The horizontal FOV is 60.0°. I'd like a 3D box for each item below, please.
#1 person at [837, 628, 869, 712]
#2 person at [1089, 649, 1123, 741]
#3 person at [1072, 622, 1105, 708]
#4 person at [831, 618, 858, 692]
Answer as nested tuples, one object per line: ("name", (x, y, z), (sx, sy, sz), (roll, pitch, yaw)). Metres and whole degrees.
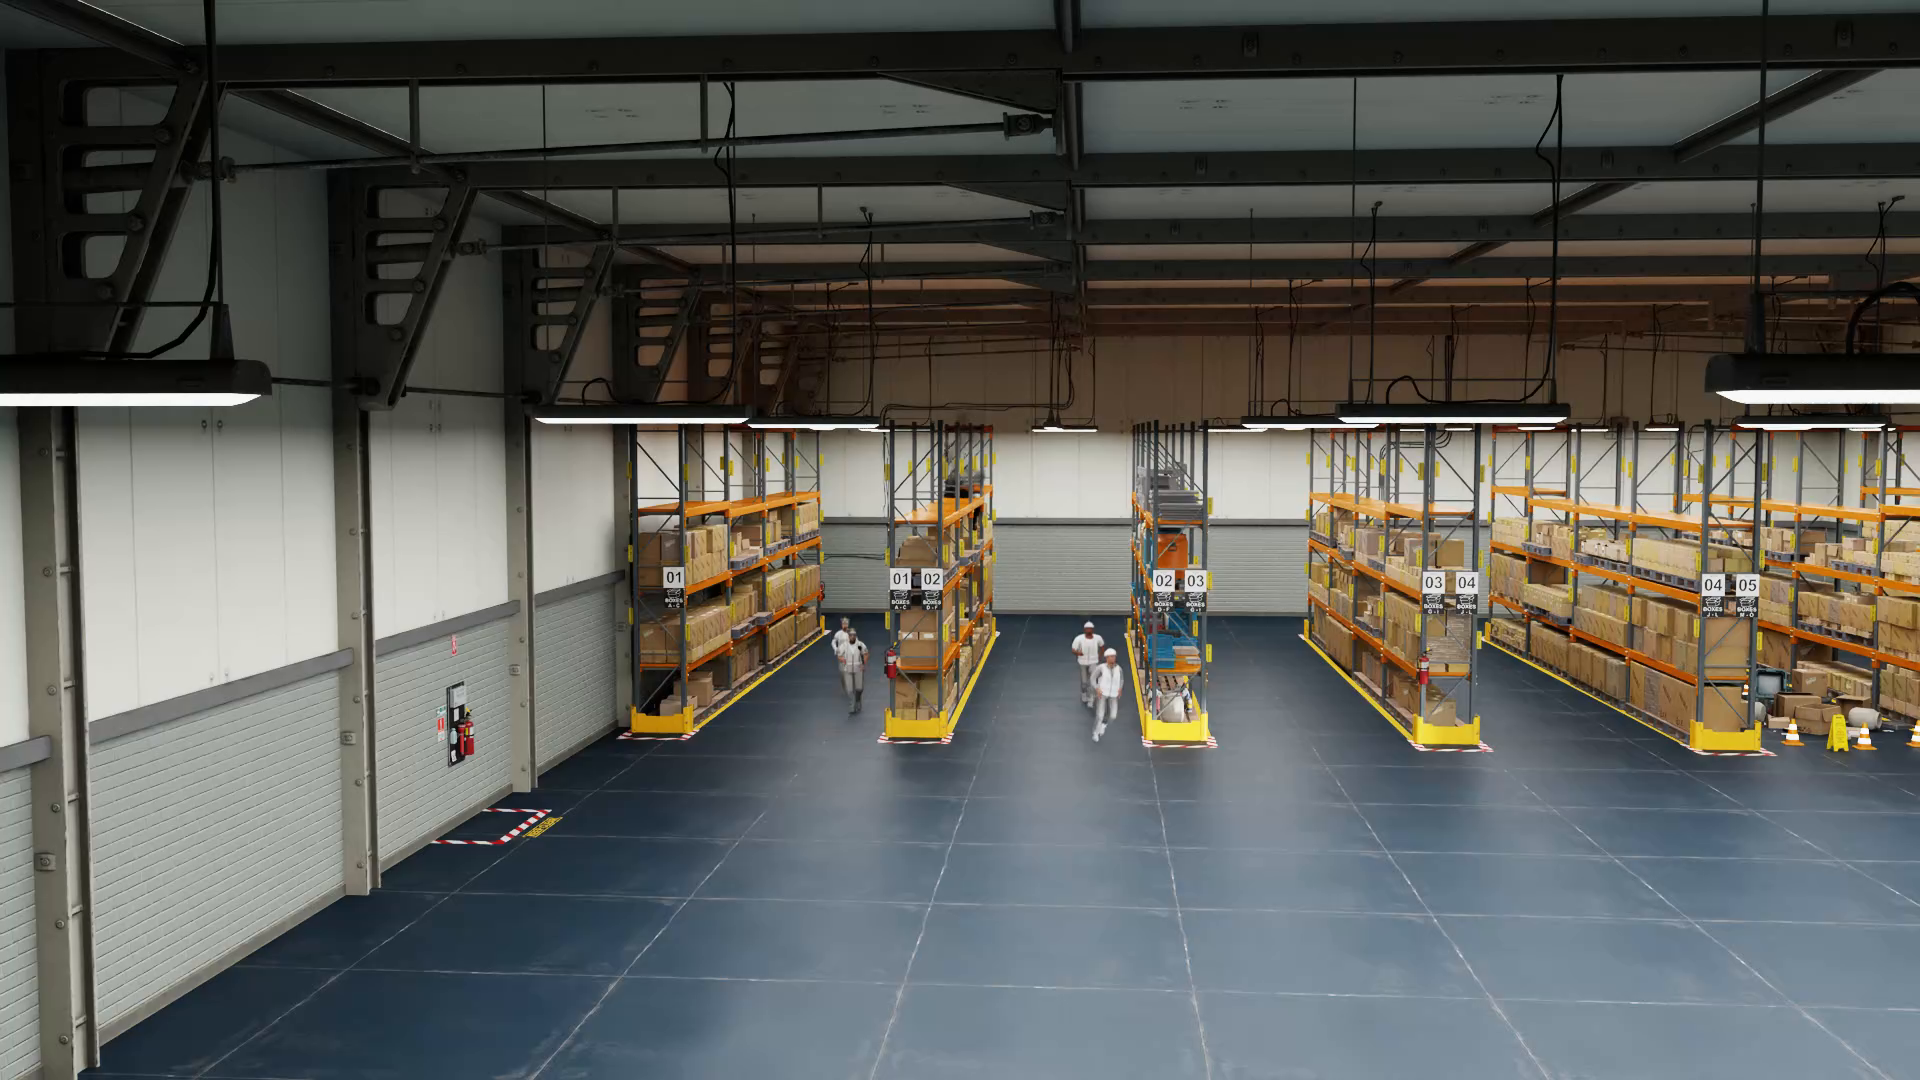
("person", (-2.192, 2.681, 34.178), (0.650, 1.744, 0.602), (0, 4, -5))
("person", (2.785, 2.901, 31.199), (0.712, 1.719, 0.520), (-1, 4, -15))
("person", (2.698, 2.594, 34.962), (0.705, 1.758, 0.911), (0, 4, 2))
("person", (-2.564, 2.548, 37.069), (0.615, 1.642, 0.548), (0, 4, -3))
